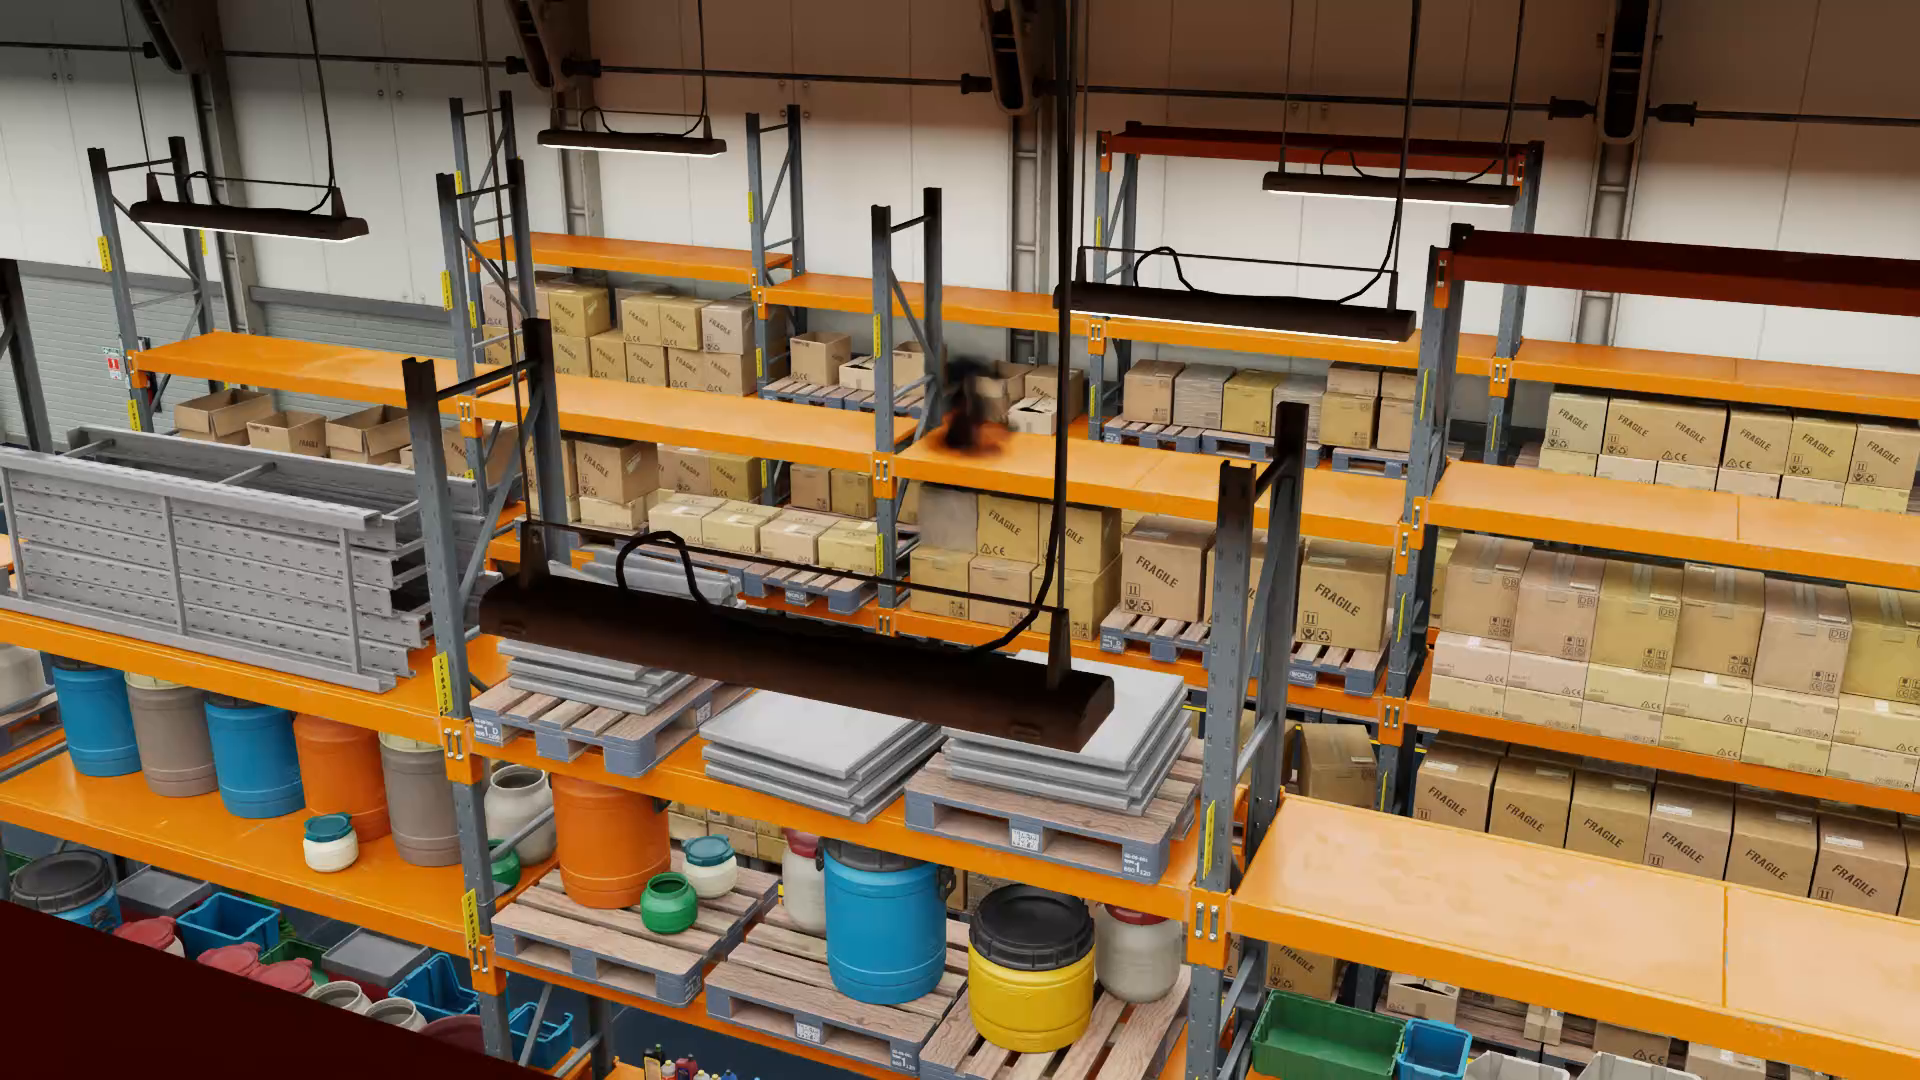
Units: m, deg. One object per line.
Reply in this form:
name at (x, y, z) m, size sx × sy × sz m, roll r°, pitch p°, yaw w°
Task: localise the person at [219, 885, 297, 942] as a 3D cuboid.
person at (-5.860, 2.503, 13.469) m, size 0.876 × 1.844 × 0.643 m, roll 3°, pitch 21°, yaw 8°
